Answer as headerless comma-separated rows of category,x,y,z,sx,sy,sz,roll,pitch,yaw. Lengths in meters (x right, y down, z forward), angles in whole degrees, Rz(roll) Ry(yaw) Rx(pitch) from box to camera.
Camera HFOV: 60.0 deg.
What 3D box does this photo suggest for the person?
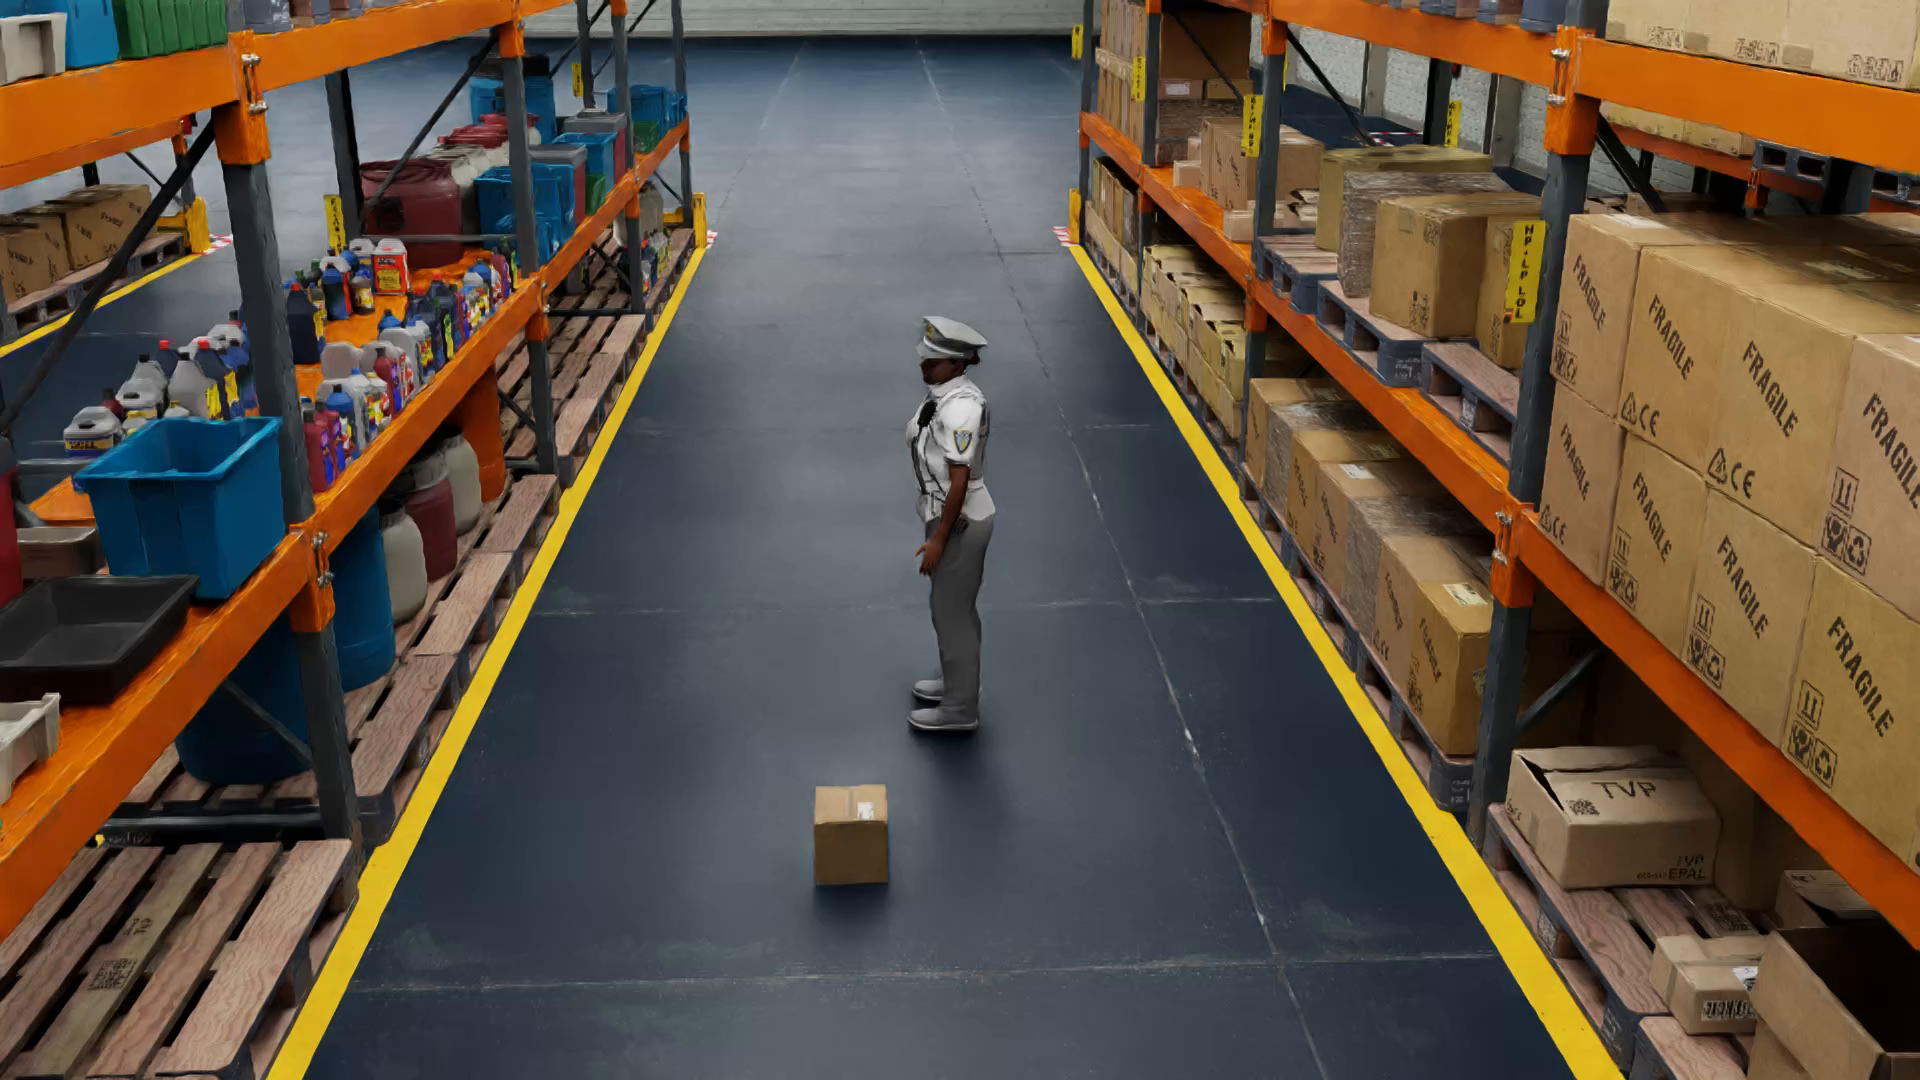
person,-0.045,-0.061,6.656,0.361,1.686,0.493,-3,21,-7
